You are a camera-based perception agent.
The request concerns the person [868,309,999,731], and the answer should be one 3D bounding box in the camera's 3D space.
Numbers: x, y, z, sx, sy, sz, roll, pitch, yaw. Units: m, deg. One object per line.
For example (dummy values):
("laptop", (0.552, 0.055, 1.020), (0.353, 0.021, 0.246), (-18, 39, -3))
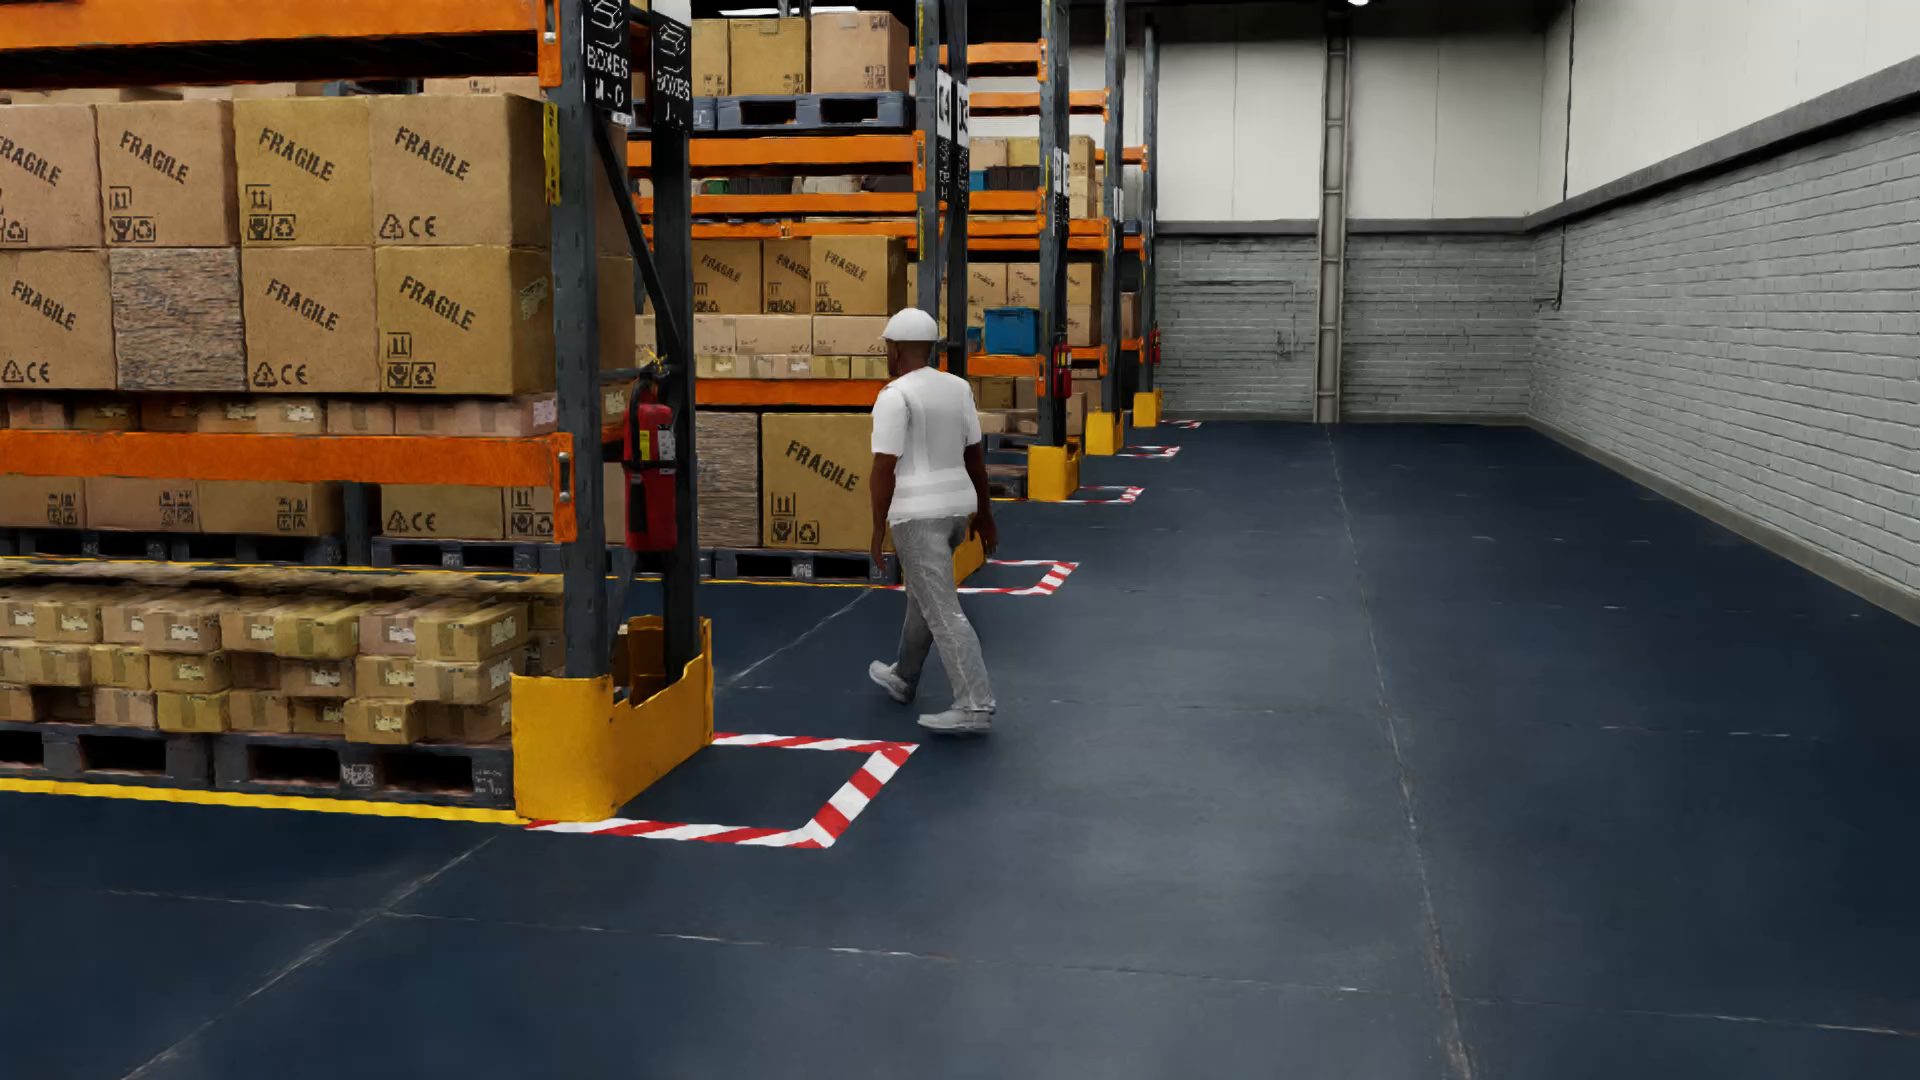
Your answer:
("person", (-0.183, -0.104, 7.013), (0.910, 1.725, 0.619), (6, 10, 37))
